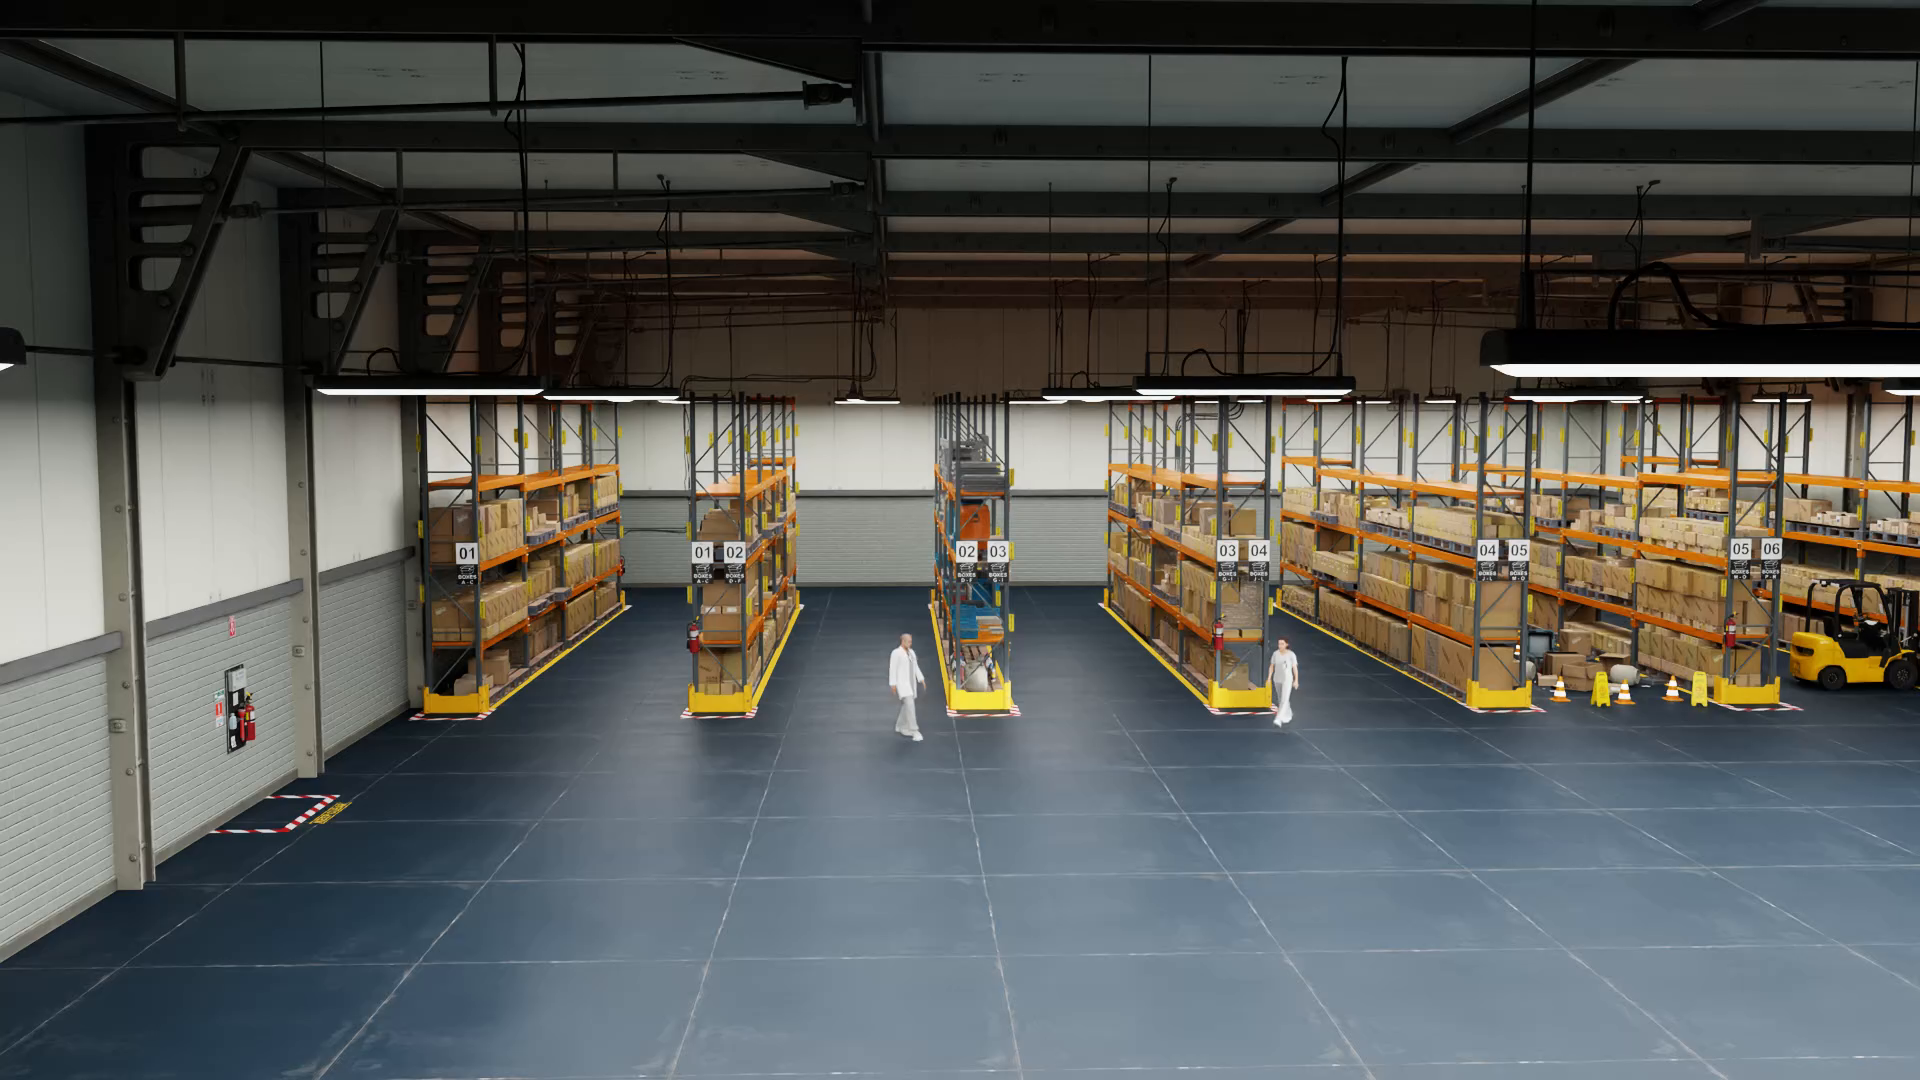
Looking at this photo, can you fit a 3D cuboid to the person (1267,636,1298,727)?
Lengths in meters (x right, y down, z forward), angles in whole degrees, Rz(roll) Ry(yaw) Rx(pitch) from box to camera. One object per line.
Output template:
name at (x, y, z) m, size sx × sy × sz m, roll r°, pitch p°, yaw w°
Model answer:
person at (5.734, 2.519, 29.708) m, size 0.467 × 1.608 × 1.089 m, roll 4°, pitch 6°, yaw 38°

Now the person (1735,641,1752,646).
person at (17.136, 2.045, 36.316) m, size 0.529 × 1.560 × 0.706 m, roll -1°, pitch 5°, yaw -14°

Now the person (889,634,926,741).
person at (-0.852, 2.636, 28.894) m, size 0.816 × 1.599 × 0.605 m, roll 3°, pitch 6°, yaw 37°
